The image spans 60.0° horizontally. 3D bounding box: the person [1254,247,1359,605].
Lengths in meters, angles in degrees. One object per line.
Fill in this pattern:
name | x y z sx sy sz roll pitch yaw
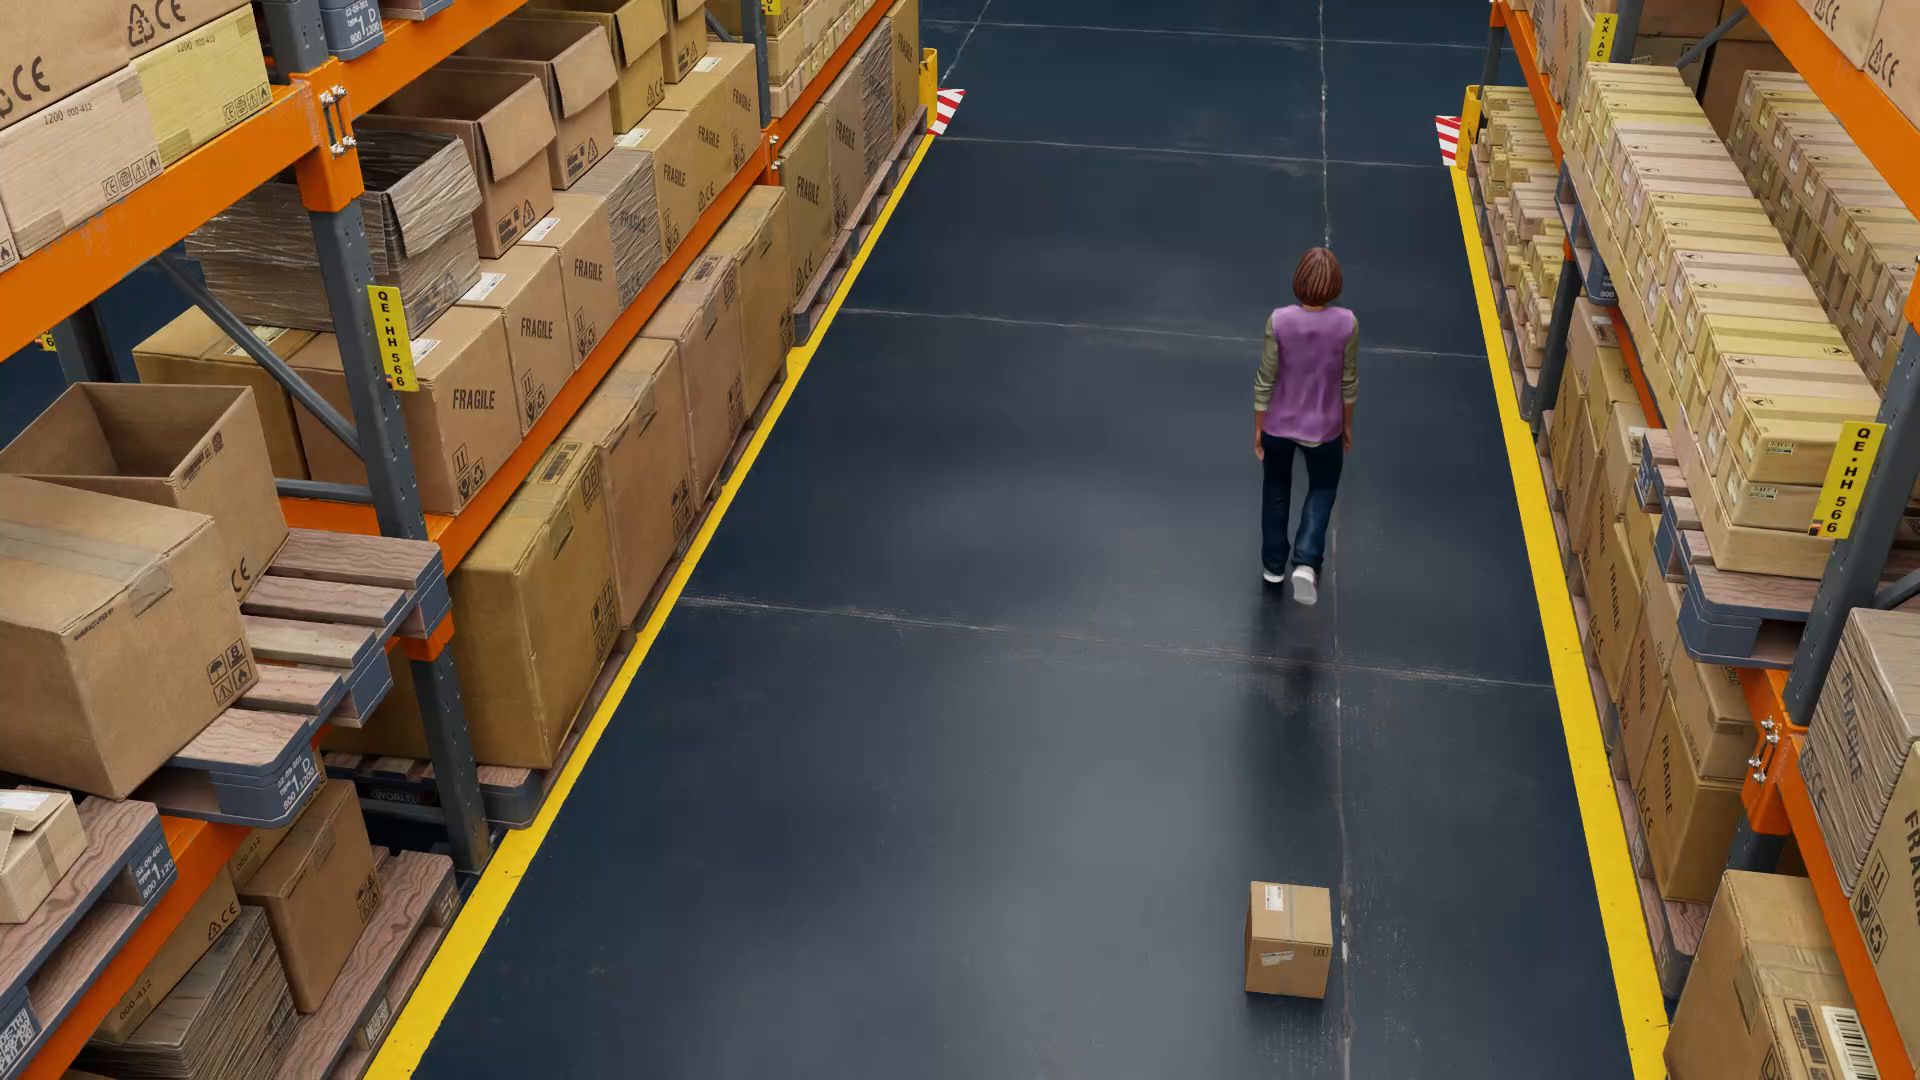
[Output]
person | 1.393 -0.439 6.788 0.420 1.582 0.626 7 33 10
